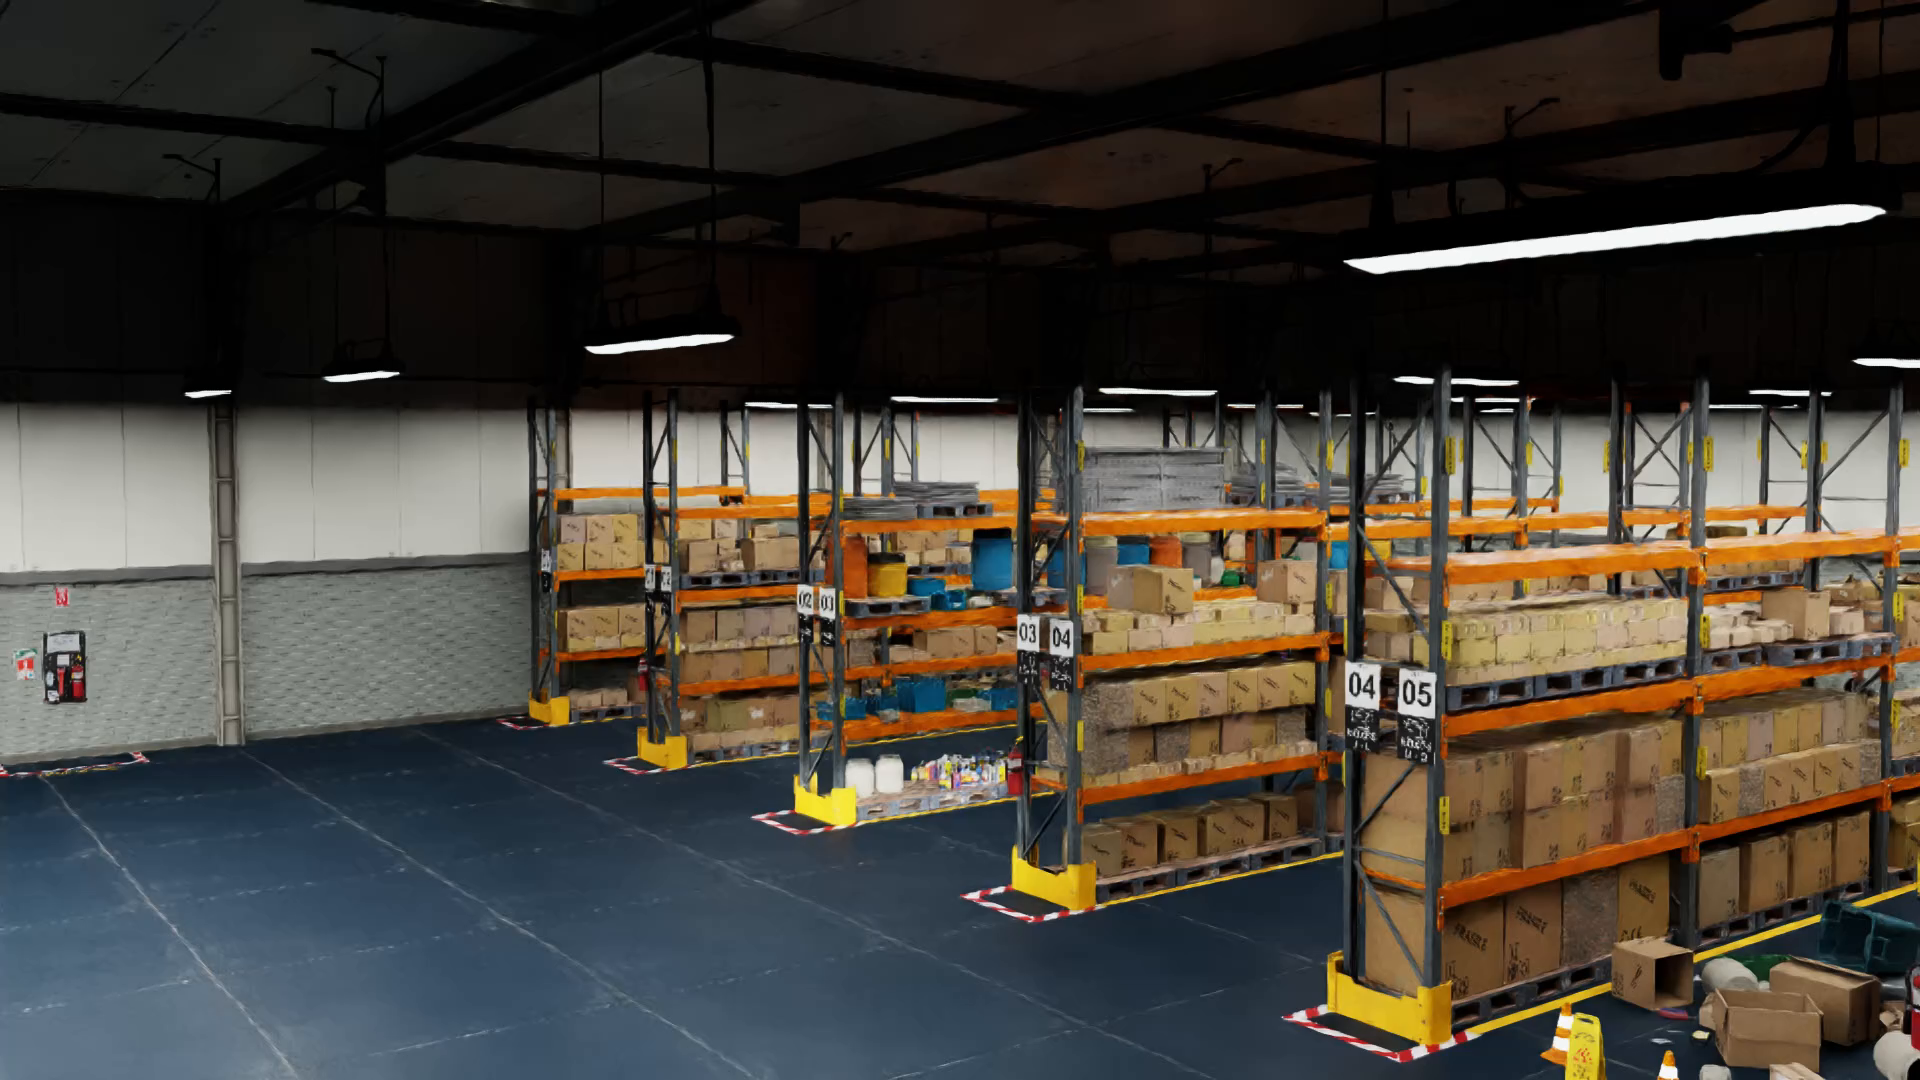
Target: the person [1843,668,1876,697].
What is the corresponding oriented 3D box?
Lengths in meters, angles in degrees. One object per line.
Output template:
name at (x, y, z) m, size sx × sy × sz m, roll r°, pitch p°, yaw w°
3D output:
person at (14.195, 2.778, 26.269) m, size 1.119 × 1.649 × 0.543 m, roll -3°, pitch 4°, yaw -38°
